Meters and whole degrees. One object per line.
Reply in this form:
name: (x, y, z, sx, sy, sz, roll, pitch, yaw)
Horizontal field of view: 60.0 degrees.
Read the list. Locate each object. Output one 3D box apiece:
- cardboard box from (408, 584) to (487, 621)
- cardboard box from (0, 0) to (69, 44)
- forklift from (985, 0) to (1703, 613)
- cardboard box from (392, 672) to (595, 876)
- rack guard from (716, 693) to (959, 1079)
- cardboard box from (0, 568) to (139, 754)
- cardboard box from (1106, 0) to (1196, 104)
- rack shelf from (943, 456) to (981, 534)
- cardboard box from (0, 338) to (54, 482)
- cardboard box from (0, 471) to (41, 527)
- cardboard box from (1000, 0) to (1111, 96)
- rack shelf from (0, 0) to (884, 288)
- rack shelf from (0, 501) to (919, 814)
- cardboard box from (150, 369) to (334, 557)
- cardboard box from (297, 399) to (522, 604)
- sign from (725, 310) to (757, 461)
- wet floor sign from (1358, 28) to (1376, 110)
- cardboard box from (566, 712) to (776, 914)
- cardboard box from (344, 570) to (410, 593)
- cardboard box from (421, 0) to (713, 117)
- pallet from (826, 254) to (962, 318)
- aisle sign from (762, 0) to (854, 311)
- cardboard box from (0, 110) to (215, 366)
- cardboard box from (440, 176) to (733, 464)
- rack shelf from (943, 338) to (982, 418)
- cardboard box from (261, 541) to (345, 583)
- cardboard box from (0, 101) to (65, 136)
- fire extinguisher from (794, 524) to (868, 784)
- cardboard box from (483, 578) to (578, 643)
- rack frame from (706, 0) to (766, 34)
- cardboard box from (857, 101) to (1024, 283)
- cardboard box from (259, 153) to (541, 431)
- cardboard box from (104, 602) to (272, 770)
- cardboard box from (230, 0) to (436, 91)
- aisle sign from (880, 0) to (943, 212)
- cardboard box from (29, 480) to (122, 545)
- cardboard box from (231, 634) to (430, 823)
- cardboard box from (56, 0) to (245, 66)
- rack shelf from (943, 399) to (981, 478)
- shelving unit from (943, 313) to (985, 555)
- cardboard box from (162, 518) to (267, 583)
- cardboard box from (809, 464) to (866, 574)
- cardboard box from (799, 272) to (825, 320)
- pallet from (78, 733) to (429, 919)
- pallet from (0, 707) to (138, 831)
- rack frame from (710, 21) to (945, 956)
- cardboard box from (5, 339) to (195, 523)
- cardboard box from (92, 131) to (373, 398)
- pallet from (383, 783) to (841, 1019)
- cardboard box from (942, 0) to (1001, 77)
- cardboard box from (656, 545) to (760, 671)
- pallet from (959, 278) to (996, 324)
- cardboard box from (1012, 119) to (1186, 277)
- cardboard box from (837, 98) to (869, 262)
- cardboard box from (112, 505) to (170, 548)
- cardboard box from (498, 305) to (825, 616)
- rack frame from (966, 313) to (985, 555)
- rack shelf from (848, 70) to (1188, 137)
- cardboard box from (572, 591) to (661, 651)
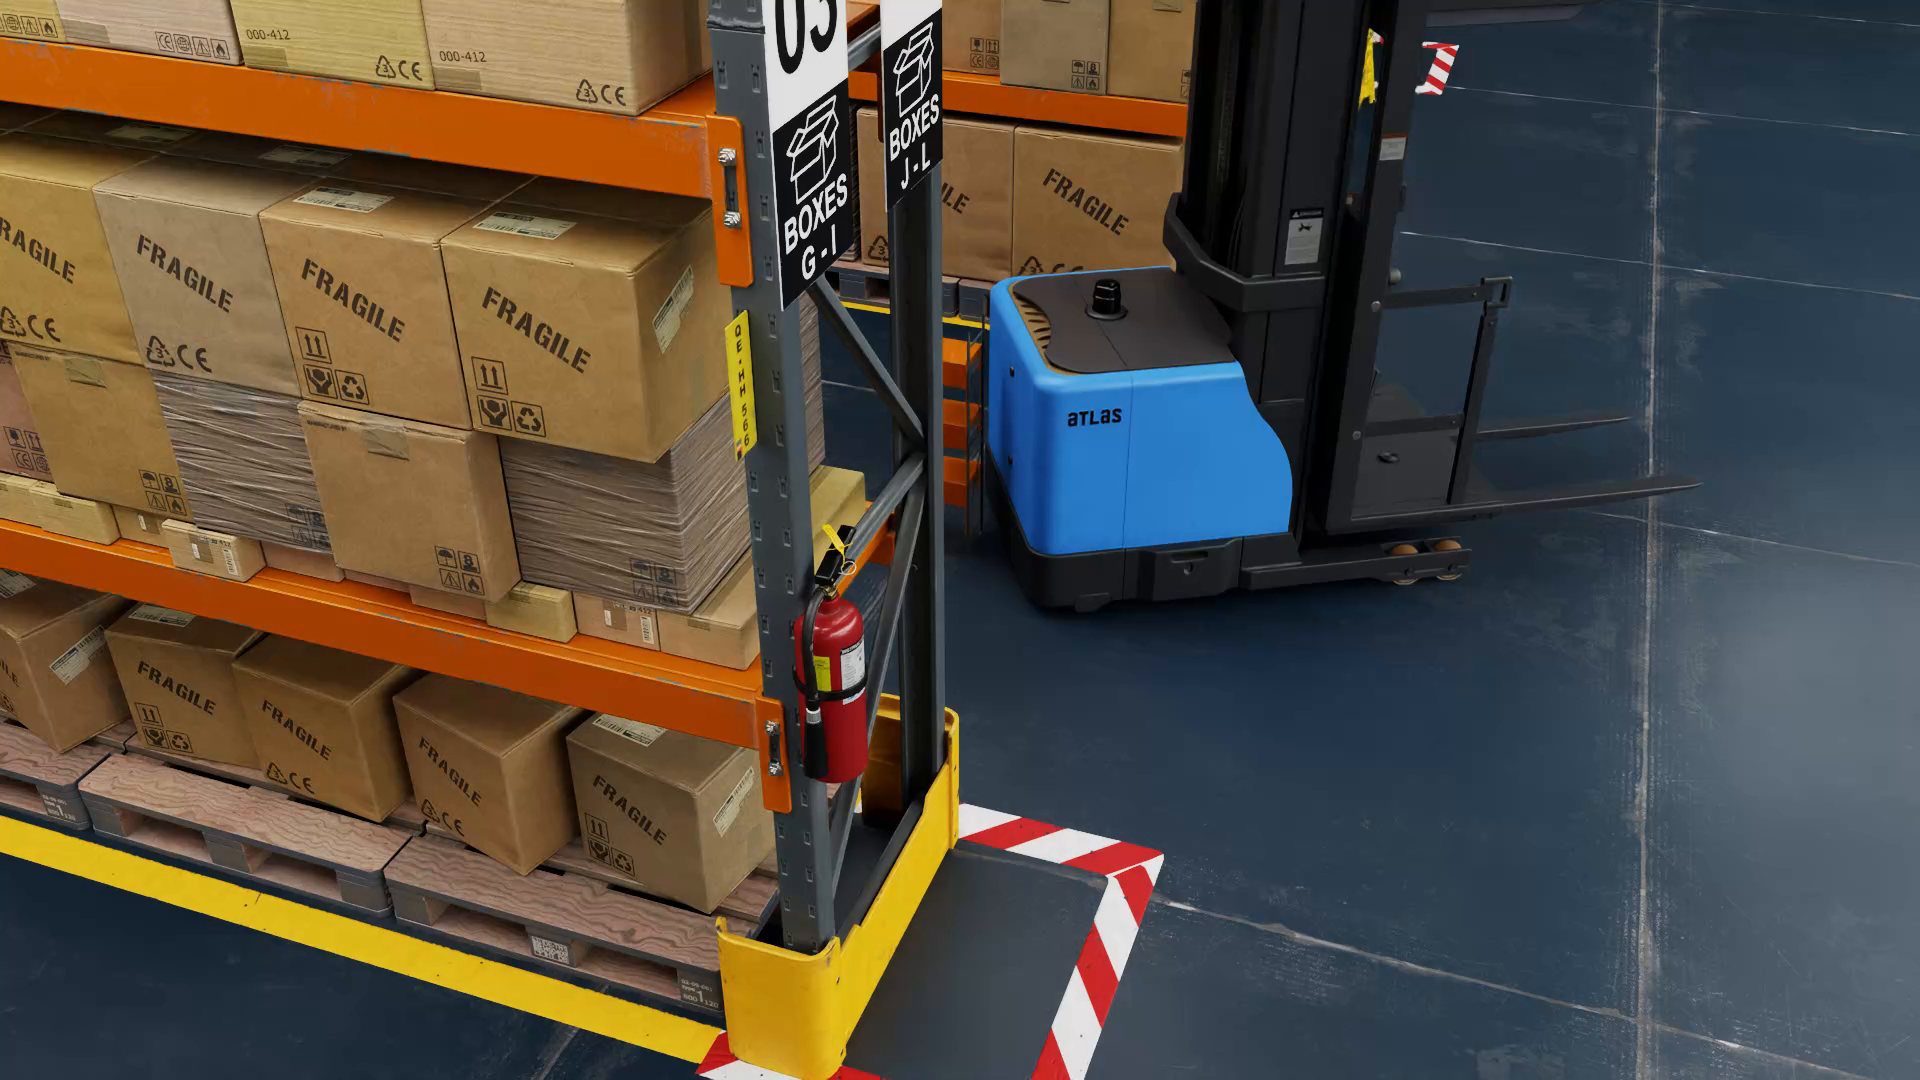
cardboard box: (-1.329, 0.044, 4.649, 0.250, 0.149, 0.380, 11, 34, 16)
cardboard box: (-2.238, -1.429, 4.071, 0.500, 0.250, 0.500, 10, 34, 16)
forklift: (1.680, -1.319, 6.592, 3.031, 2.935, 1.130, -6, 33, -9)
cardboard box: (-1.429, 0.663, 5.375, 0.500, 0.500, 0.500, 21, 38, 29)
rack guard: (-0.344, 1.040, 5.178, 0.348, 0.500, 1.175, 11, 34, 16)
cardboard box: (-3.133, 0.340, 5.875, 0.500, 0.500, 0.500, 23, 39, 31)
cardboard box: (1.131, -2.618, 8.401, 0.550, 0.550, 0.875, 11, 34, 16)
rack shelf: (-0.050, -0.208, 7.137, 0.240, 0.259, 0.215, 11, 34, 16)
cardboard box: (-2.672, -0.632, 5.096, 0.500, 0.500, 0.875, 11, 34, 16)
cardboard box: (-2.752, -0.213, 5.047, 0.250, 0.149, 0.380, 11, 34, 16)
cardboard box: (0.606, -2.707, 8.540, 0.550, 0.550, 0.875, 11, 34, 16)
rack shelf: (-2.155, -1.320, 4.427, 4.000, 0.370, 1.077, 11, 34, 16)
rack shelf: (-2.155, -0.060, 5.240, 4.000, 0.370, 1.077, 11, 34, 16)
cardboard box: (-1.748, -0.421, 4.771, 0.500, 0.500, 0.875, 11, 34, 16)
cardboard box: (-1.292, -0.308, 4.595, 0.500, 0.500, 0.875, 11, 34, 16)
sign: (-0.479, -0.336, 3.645, 0.005, 0.325, 0.100, 11, 34, 16)
wet floor sign: (2.889, -3.486, 12.054, 0.232, 0.644, 0.267, 24, 40, 32)
cardboard box: (-0.855, 0.755, 5.233, 0.500, 0.500, 0.500, 18, 37, 25)
cardboard box: (-1.550, -0.023, 4.752, 0.250, 0.149, 0.380, 11, 34, 16)
cardboard box: (-0.812, -1.152, 3.641, 0.500, 0.250, 0.500, 12, 35, 18)
pallet: (-0.428, -1.669, 9.641, 1.213, 0.211, 1.003, 11, 34, 16)
aisle sign: (-0.316, -0.924, 3.519, 0.004, 0.787, 0.394, 11, 34, 16)
cardboard box: (-2.284, -0.835, 4.489, 0.500, 0.500, 0.500, 11, 34, 16)
cardboard box: (-0.874, -0.558, 4.060, 0.500, 0.500, 0.500, 11, 34, 16)
rack shelf: (-0.050, -0.680, 6.832, 0.240, 0.259, 0.215, 11, 34, 16)
cardboard box: (-1.793, -0.058, 4.805, 0.250, 0.149, 0.380, 11, 34, 16)
cardboard box: (-2.759, -0.920, 4.622, 0.500, 0.500, 0.500, 11, 34, 16)
fire extinguisher: (-0.320, 0.293, 4.103, 0.183, 0.674, 0.296, 11, 34, 16)
cardboard box: (-1.098, 0.097, 4.566, 0.250, 0.149, 0.380, 11, 34, 16)
rack frame: (-0.273, -2.516, 2.851, 0.127, 3.000, 1.000, 11, 34, 16)
cardboard box: (0.006, -2.044, 9.223, 0.875, 0.875, 0.875, 10, 34, 16)
cardboard box: (-1.346, -0.646, 4.197, 0.500, 0.500, 0.500, 11, 34, 16)
cardboard box: (-2.522, 0.414, 5.761, 0.500, 0.500, 0.500, 8, 34, 12)
cardboard box: (-1.283, -1.242, 3.780, 0.500, 0.250, 0.500, 11, 35, 17)
aisle sign: (-0.113, -1.230, 3.993, 0.004, 0.787, 0.394, 11, 34, 16)
cardboard box: (-2.521, -0.162, 4.967, 0.250, 0.149, 0.380, 11, 34, 16)
cardboard box: (-2.012, 0.539, 5.568, 0.500, 0.500, 0.500, 14, 35, 21)
cardboard box: (-1.763, -1.340, 3.932, 0.500, 0.250, 0.500, 12, 35, 18)
rack shelf: (-0.050, -0.442, 6.986, 0.240, 0.259, 0.215, 11, 34, 16)
shelving unit: (-0.050, -0.451, 6.980, 0.252, 1.050, 0.215, 11, 34, 16)
cardboard box: (-2.058, -0.058, 4.806, 0.250, 0.149, 0.380, 11, 34, 16)
cardboard box: (-0.461, -0.064, 4.816, 0.250, 0.149, 0.380, 11, 34, 16)
cardboard box: (-0.699, -0.823, 4.471, 0.500, 0.500, 0.500, 11, 34, 16)
pallet: (-2.242, 0.771, 5.862, 1.213, 0.211, 1.003, 11, 34, 16)
pallet: (-3.394, 0.548, 6.206, 1.213, 0.211, 1.003, 11, 34, 16)
rack frame: (-0.273, 0.004, 4.478, 0.127, 3.000, 1.000, 11, 34, 16)
cardboard box: (-2.215, -0.519, 4.922, 0.500, 0.500, 0.875, 11, 34, 16)
cardboard box: (-1.816, -0.739, 4.341, 0.500, 0.500, 0.500, 11, 34, 16)
pallet: (-1.097, 0.995, 5.515, 1.213, 0.211, 1.003, 11, 34, 16)
cardboard box: (0.121, -2.874, 8.798, 0.550, 0.550, 0.875, 11, 34, 16)
cardboard box: (-0.611, 0.163, 4.464, 0.250, 0.149, 0.380, 11, 34, 16)
pallet: (0.717, -1.445, 9.294, 1.213, 0.211, 1.003, 11, 34, 16)
cardboard box: (0.835, -1.884, 8.975, 0.875, 0.875, 0.875, 11, 35, 17)
cardboard box: (-0.851, -2.212, 9.482, 0.875, 0.875, 0.875, 11, 35, 17)
cardboard box: (-2.270, -0.139, 4.932, 0.250, 0.149, 0.380, 11, 34, 16)
cardboard box: (-0.781, -0.278, 4.548, 0.500, 0.500, 0.875, 11, 34, 16)
rack frame: (0.064, -0.429, 6.946, 0.008, 1.050, 0.200, 11, 34, 16)
rack shelf: (-0.387, -2.574, 9.134, 4.000, 0.370, 1.077, 11, 34, 16)
cardboard box: (-0.846, 0.117, 4.535, 0.250, 0.149, 0.380, 11, 34, 16)
